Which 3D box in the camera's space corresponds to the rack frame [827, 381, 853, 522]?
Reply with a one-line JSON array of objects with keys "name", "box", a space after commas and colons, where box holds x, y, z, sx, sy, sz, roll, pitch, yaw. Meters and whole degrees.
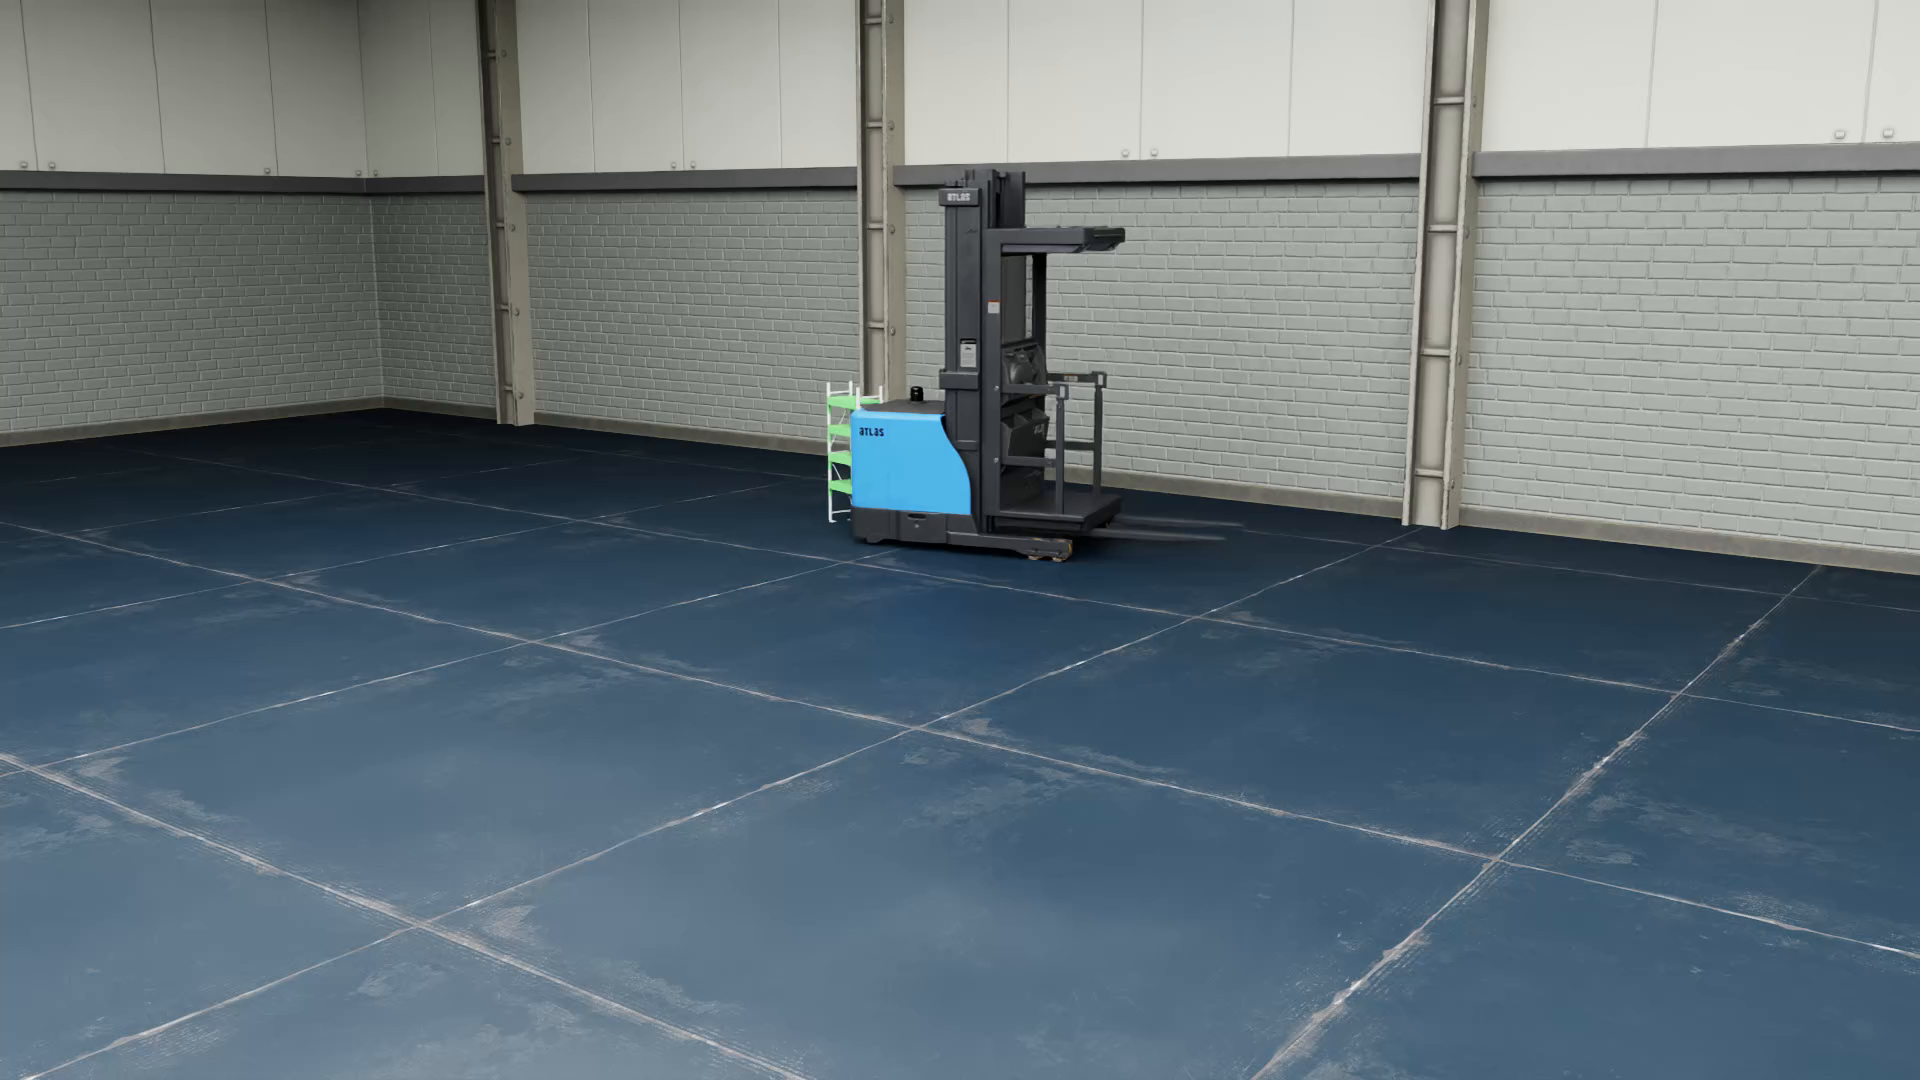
[{"name": "rack frame", "box": [-1.025, -0.755, 14.271, 0.240, 1.200, 0.015, -7, 13, -34]}]

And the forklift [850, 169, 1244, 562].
[{"name": "forklift", "box": [0.688, -1.388, 12.987, 3.031, 2.935, 1.130, 4, 12, 21]}]

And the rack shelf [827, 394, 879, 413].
[{"name": "rack shelf", "box": [-0.887, -1.125, 13.995, 0.258, 0.148, 0.480, -7, 13, -34]}]

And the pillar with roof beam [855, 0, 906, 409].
[{"name": "pillar with roof beam", "box": [-3.362, -4.566, 13.440, 0.400, 9.000, 9.100, 8, 13, 36]}]

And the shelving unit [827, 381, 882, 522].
[{"name": "shelving unit", "box": [-0.887, -0.716, 14.074, 0.258, 1.200, 0.503, -7, 13, -34]}]

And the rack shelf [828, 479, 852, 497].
[{"name": "rack shelf", "box": [-0.887, -0.418, 14.131, 0.258, 0.148, 0.480, -7, 13, -34]}]

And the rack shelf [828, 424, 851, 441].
[{"name": "rack shelf", "box": [-0.887, -0.889, 14.040, 0.258, 0.148, 0.480, -7, 13, -34]}]

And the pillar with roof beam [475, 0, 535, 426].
[{"name": "pillar with roof beam", "box": [-8.198, -5.241, 16.927, 0.400, 9.000, 9.100, 8, 13, 36]}]

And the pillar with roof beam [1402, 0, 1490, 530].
[{"name": "pillar with roof beam", "box": [1.474, -3.891, 9.953, 0.400, 9.000, 9.100, 8, 13, 36]}]

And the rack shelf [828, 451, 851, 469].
[{"name": "rack shelf", "box": [-0.887, -0.654, 14.086, 0.258, 0.148, 0.480, -7, 13, -34]}]

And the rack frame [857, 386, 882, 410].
[{"name": "rack frame", "box": [-0.750, -0.678, 13.876, 0.240, 1.200, 0.015, -7, 13, -34]}]
